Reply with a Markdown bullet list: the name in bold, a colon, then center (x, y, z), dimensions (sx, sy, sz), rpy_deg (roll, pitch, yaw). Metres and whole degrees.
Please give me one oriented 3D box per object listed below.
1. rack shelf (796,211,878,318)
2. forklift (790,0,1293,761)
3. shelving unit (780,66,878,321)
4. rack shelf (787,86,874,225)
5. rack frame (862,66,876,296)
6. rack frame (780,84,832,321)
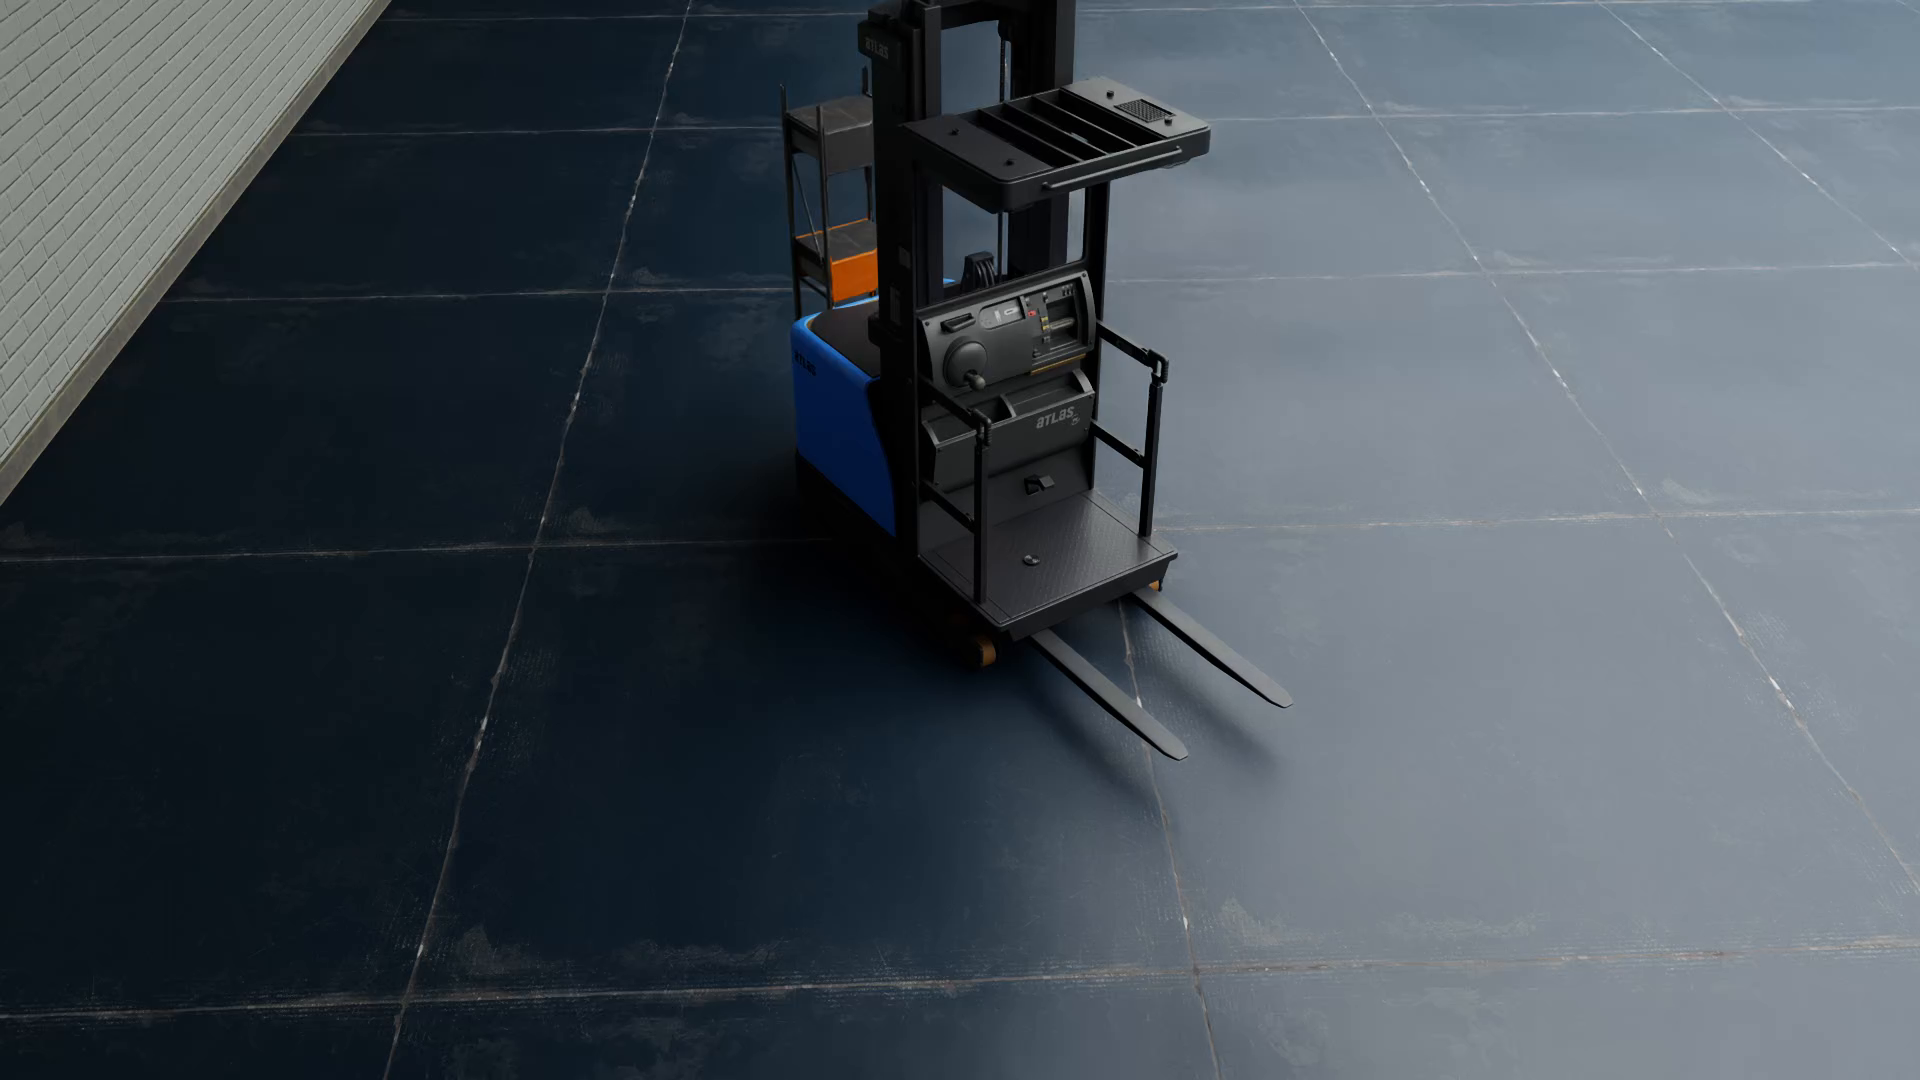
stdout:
- **rack shelf**: center (-0.587, -1.415, 9.005), dimensions (0.480, 0.518, 0.431), rpy_deg (-21, 39, -28)
- **forklift**: center (0.353, -0.908, 7.523), dimensions (1.130, 2.935, 3.031), rpy_deg (-21, 40, -27)
- **shelving unit**: center (-0.587, -1.427, 8.998), dimensions (0.503, 2.100, 0.431), rpy_deg (-21, 39, -28)
- **rack shelf**: center (-0.592, -1.995, 8.613), dimensions (0.480, 0.518, 0.431), rpy_deg (-21, 39, -28)
- **rack frame**: center (-0.385, -1.504, 9.110), dimensions (0.015, 2.100, 0.400), rpy_deg (-21, 39, -28)
- **rack frame**: center (-0.789, -1.349, 8.885), dimensions (0.015, 2.100, 0.400), rpy_deg (-21, 39, -28)
